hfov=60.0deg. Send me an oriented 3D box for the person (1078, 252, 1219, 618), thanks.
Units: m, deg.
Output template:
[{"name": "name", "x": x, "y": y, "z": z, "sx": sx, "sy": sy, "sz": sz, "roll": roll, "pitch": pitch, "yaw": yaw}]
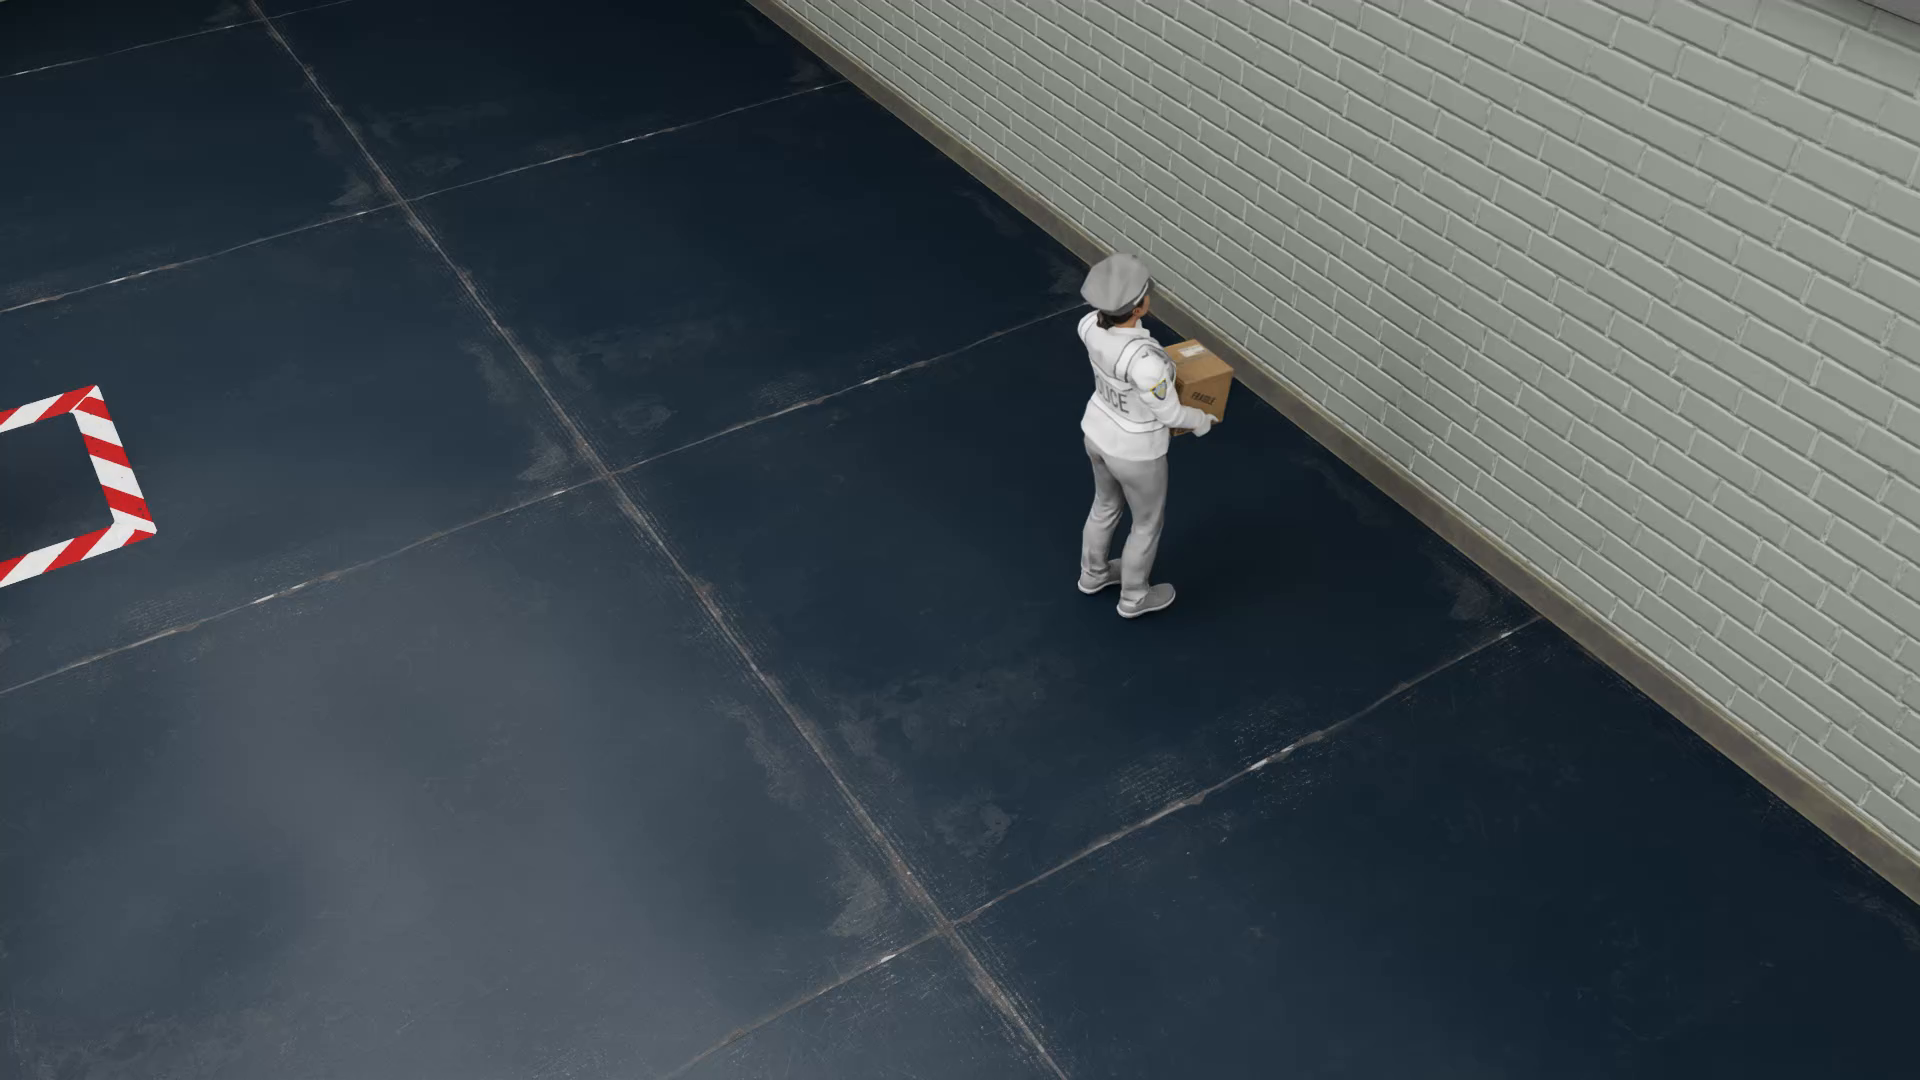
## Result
[{"name": "person", "x": 0.715, "y": -0.410, "z": 6.609, "sx": 0.555, "sy": 1.687, "sz": 0.456, "roll": -23, "pitch": 46, "yaw": -24}]
